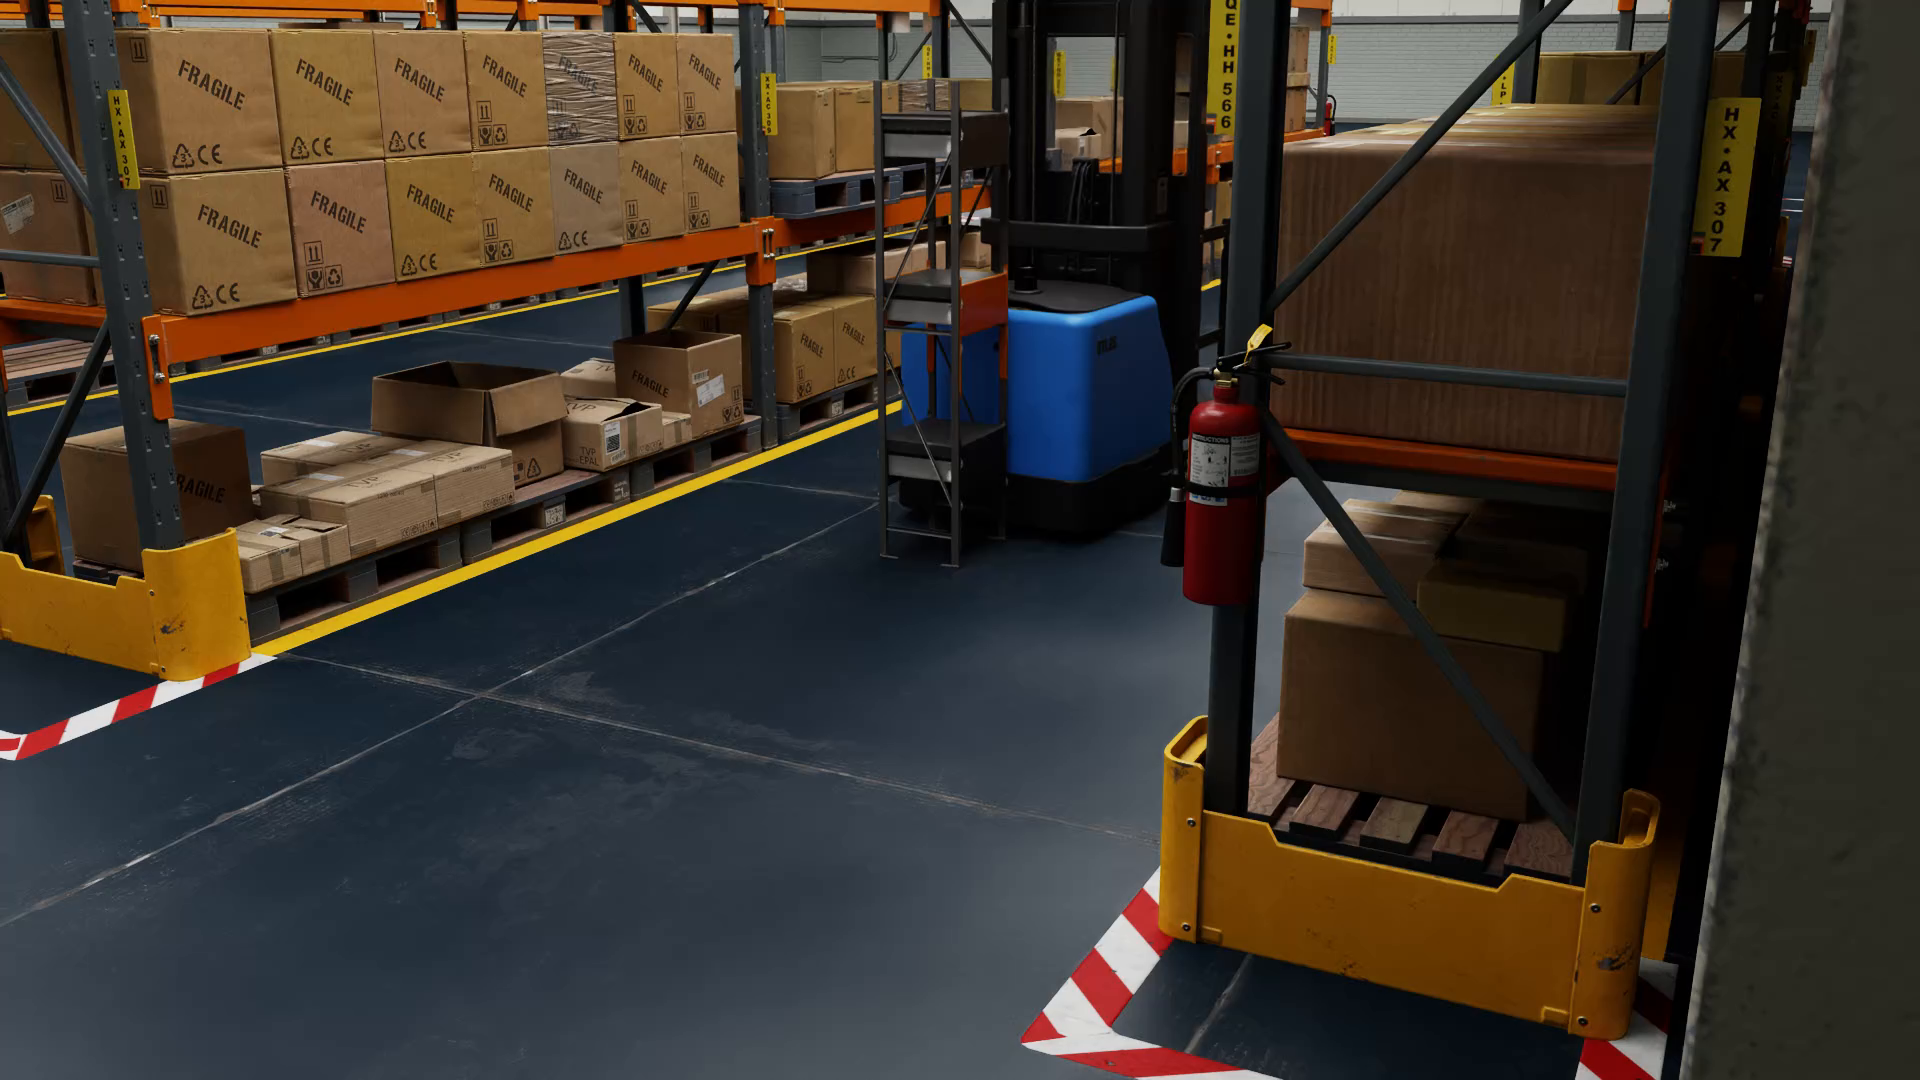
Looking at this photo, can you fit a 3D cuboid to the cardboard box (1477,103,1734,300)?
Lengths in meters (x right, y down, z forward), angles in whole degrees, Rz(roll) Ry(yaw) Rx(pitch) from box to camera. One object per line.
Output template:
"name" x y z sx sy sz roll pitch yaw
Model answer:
"cardboard box" 2.643 -1.407 6.799 0.980 0.700 0.700 8 19 26

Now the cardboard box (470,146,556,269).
"cardboard box" -2.209 -1.523 7.543 0.500 0.500 0.500 8 18 26

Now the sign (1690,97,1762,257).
"sign" 1.607 -0.761 3.492 0.100 0.325 0.005 8 18 25

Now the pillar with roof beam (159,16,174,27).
"pillar with roof beam" -12.925 -12.031 32.560 9.100 9.000 0.400 8 18 25

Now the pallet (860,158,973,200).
"pallet" -0.611 -2.459 11.207 1.003 0.211 1.213 8 18 25

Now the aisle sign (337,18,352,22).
"aisle sign" -9.660 -8.305 25.987 0.394 0.787 0.004 8 18 25

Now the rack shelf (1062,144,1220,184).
"rack shelf" 1.148 -3.212 14.667 1.077 0.370 4.000 8 18 25

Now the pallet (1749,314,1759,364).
"pallet" 5.584 -1.590 12.839 1.003 0.211 1.213 8 18 25

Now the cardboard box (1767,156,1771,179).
"cardboard box" 4.476 -2.337 9.726 0.500 0.500 0.500 8 18 25

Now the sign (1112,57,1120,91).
"sign" 1.544 -4.589 16.381 0.100 0.325 0.005 8 18 25

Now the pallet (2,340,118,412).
"pallet" -6.257 -1.130 11.293 1.003 0.211 1.213 8 18 25

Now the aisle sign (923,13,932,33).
"aisle sign" -0.303 -6.943 21.399 0.394 0.787 0.004 8 18 25

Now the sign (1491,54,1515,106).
"sign" 2.410 -1.983 7.370 0.100 0.325 0.005 8 18 25

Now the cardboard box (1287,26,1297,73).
"cardboard box" 3.355 -5.489 18.617 0.700 0.500 0.500 8 18 24

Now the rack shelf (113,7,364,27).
"rack shelf" -10.317 -7.587 24.128 1.077 0.370 4.000 8 18 25

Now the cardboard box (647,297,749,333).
"cardboard box" -1.569 -1.203 10.258 0.500 0.500 0.500 8 18 25

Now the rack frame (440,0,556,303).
"rack frame" -4.175 -3.678 14.974 1.000 3.000 0.127 8 18 25

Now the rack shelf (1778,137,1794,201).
"rack shelf" 7.369 -3.601 15.978 1.077 0.370 4.000 8 18 25

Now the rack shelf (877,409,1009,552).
"rack shelf" -0.074 -0.280 7.621 0.431 0.518 0.480 8 18 25

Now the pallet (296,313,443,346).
"pallet" -5.037 -1.826 13.635 1.003 0.211 1.213 8 18 25

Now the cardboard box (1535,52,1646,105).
"cardboard box" 2.880 -2.110 7.644 0.500 0.250 0.500 9 19 27

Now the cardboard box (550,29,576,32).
"cardboard box" -5.500 -6.589 22.321 0.500 0.500 0.500 8 18 25

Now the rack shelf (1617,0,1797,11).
"rack shelf" 3.794 -3.001 8.690 1.077 0.370 4.000 8 18 25

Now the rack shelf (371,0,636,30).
"rack shelf" -5.925 -6.930 21.916 1.077 0.370 4.000 8 18 25

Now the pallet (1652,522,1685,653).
"pallet" 2.490 0.122 7.078 1.003 0.211 1.213 8 18 25

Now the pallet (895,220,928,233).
"pallet" -0.960 -4.148 21.452 1.003 0.211 1.213 8 18 25

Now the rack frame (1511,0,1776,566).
"rack frame" 2.900 -1.399 7.300 1.000 3.000 0.127 8 18 25

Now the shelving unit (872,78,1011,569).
"shelving unit" -0.074 -0.964 7.417 0.431 2.100 0.503 8 18 25

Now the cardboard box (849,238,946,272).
"cardboard box" -0.428 -1.875 11.204 0.500 0.250 0.500 8 18 24

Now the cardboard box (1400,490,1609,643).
"cardboard box" 2.016 0.033 6.130 0.700 0.500 0.500 9 19 27

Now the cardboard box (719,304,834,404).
"cardboard box" -1.099 -1.133 10.022 0.500 0.500 0.500 7 18 23

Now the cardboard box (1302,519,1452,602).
"cardboard box" 1.231 0.059 4.905 0.380 0.149 0.250 8 18 25

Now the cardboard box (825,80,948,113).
"cardboard box" -0.506 -2.913 11.484 0.700 0.500 0.500 12 21 36

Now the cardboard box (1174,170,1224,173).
"cardboard box" 2.507 -3.708 17.850 0.500 0.500 0.500 8 18 25

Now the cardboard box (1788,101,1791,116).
"cardboard box" 8.242 -4.606 17.007 0.500 0.500 0.500 8 18 25

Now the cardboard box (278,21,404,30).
"cardboard box" -7.299 -5.632 19.759 1.000 1.000 1.000 8 18 26

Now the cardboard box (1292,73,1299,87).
"cardboard box" 3.599 -5.190 18.749 0.380 0.149 0.250 8 18 25

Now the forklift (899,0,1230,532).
"forklift" 0.865 -1.810 8.805 1.130 2.935 3.031 9 19 28

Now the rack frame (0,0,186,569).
"rack frame" -3.320 -1.009 5.988 1.000 3.000 0.127 8 18 25

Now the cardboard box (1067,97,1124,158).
"cardboard box" 1.225 -3.659 14.732 0.500 0.500 0.500 8 18 25

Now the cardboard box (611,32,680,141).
"cardboard box" -1.754 -2.263 8.277 0.500 0.500 0.500 8 18 24

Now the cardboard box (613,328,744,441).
"cardboard box" -1.534 -0.860 9.102 0.500 0.500 0.500 8 18 25

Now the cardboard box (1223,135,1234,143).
"cardboard box" 2.464 -4.363 17.103 0.700 0.500 0.500 8 18 25

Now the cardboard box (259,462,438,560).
"cardboard box" -2.600 -0.132 7.091 0.500 0.250 0.500 8 18 25

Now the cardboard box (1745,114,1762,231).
"cardboard box" 3.331 -1.684 7.527 0.500 0.500 0.500 7 18 23

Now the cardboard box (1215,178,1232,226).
"cardboard box" 2.529 -3.387 16.768 0.500 0.500 0.500 8 18 25

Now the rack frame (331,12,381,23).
"rack frame" -9.424 -7.003 26.167 1.000 3.000 0.127 8 18 25

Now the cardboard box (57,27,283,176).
"cardboard box" -2.886 -1.616 6.099 0.500 0.500 0.500 9 19 27

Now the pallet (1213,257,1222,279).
"pallet" 2.434 -2.927 17.340 1.003 0.211 1.213 8 18 25
